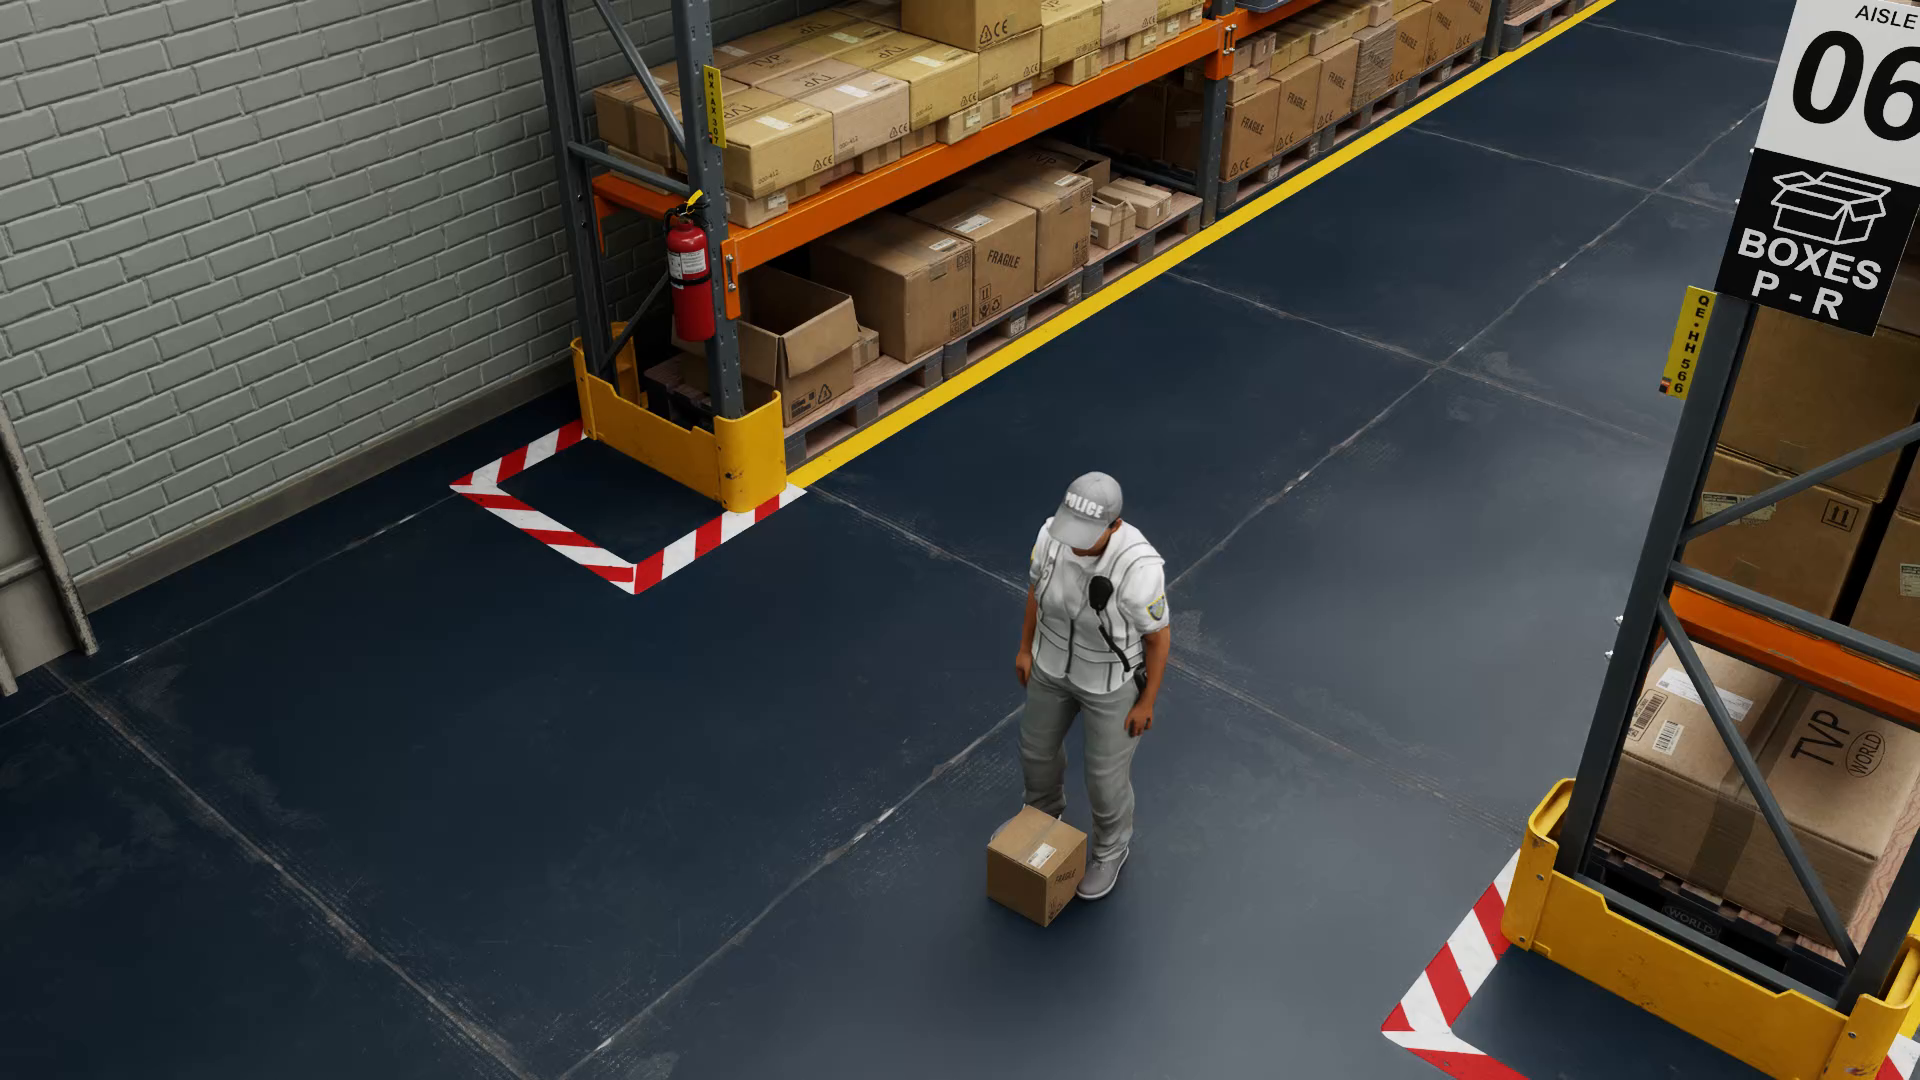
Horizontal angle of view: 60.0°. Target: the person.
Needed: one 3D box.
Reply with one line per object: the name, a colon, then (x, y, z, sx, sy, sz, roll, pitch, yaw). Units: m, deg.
person: (0.402, 0.453, 5.498, 0.558, 1.665, 0.468, 23, 41, 29)
